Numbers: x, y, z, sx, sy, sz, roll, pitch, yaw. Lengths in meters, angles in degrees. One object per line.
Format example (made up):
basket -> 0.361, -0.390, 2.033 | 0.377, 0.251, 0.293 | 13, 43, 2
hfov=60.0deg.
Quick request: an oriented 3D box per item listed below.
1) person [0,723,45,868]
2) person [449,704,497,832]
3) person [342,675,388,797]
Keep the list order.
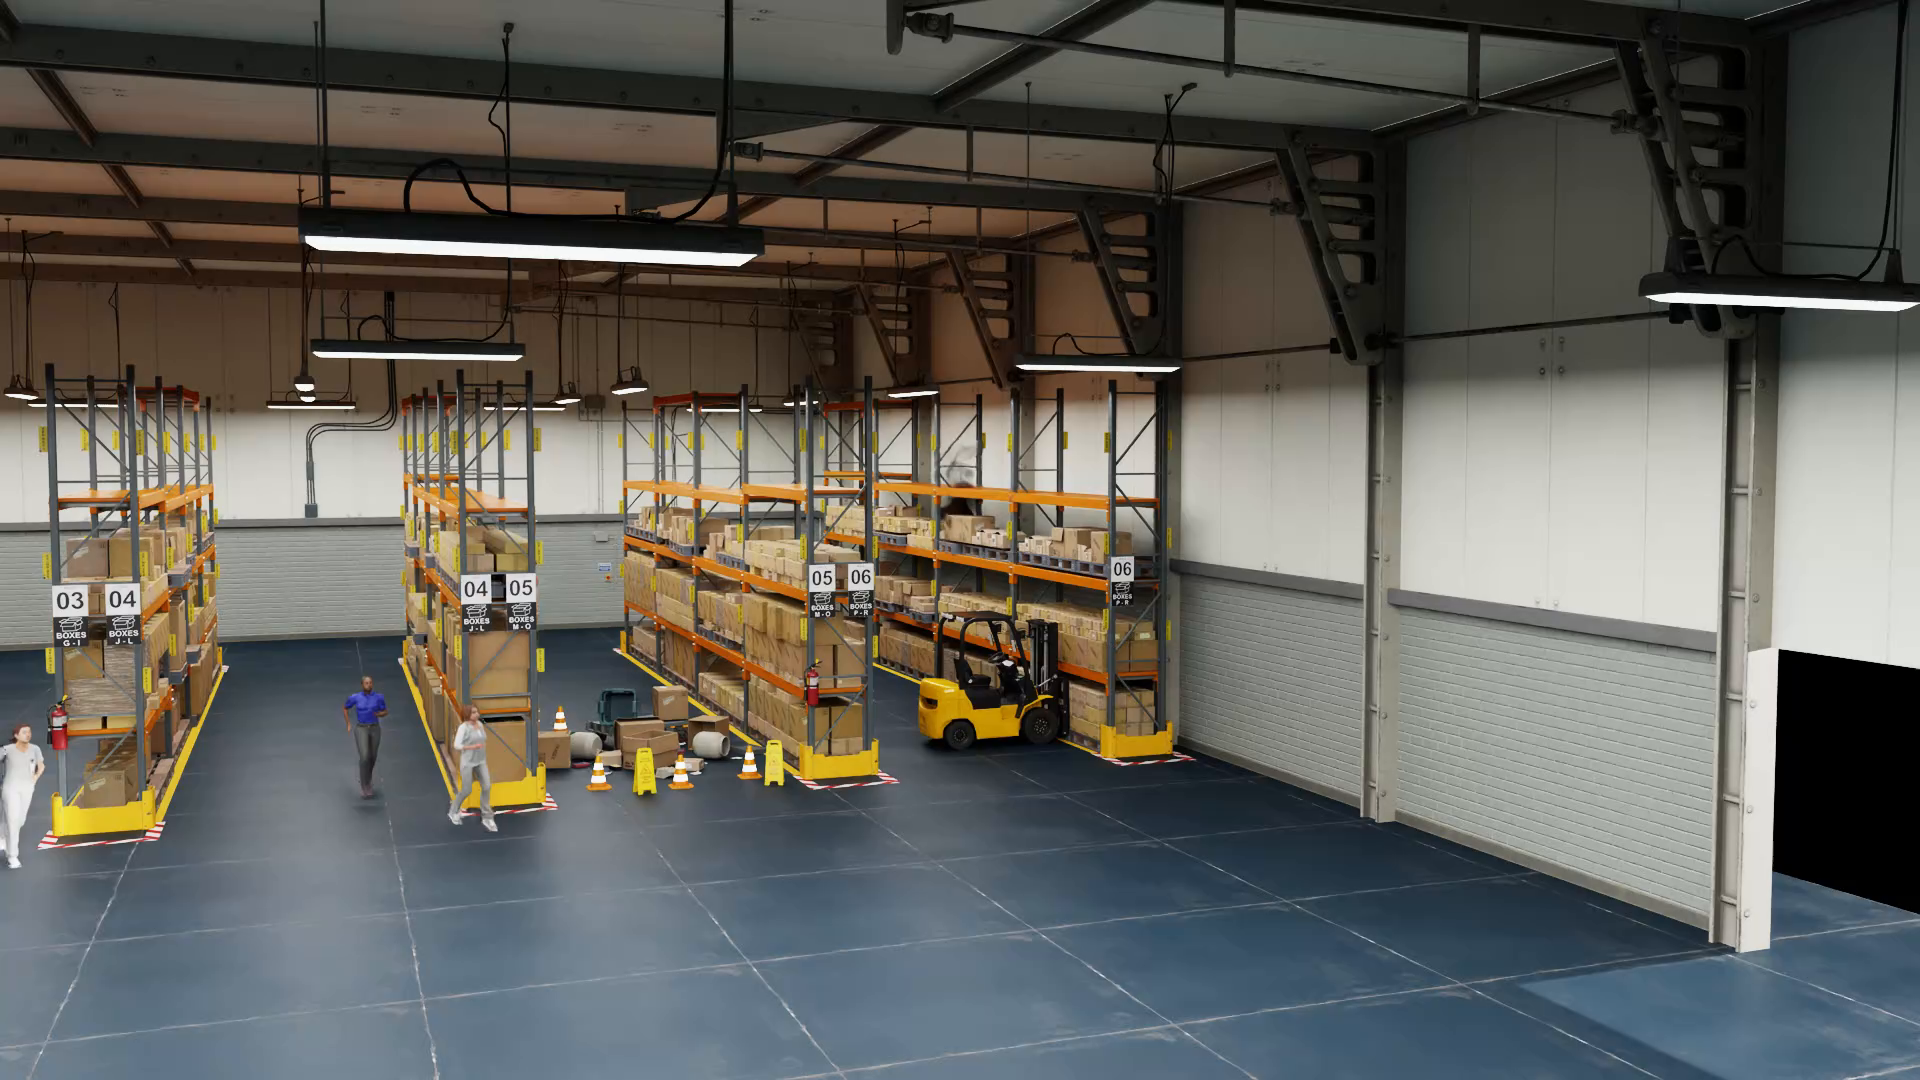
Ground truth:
person -> -11.322, 3.023, 19.981 | 0.864, 1.664, 0.604 | 3, 4, 39
person -> -6.325, 2.936, 21.512 | 0.723, 1.639, 0.538 | 2, 4, 34
person -> -8.474, 2.795, 23.770 | 0.545, 1.707, 0.752 | -3, 4, -37
